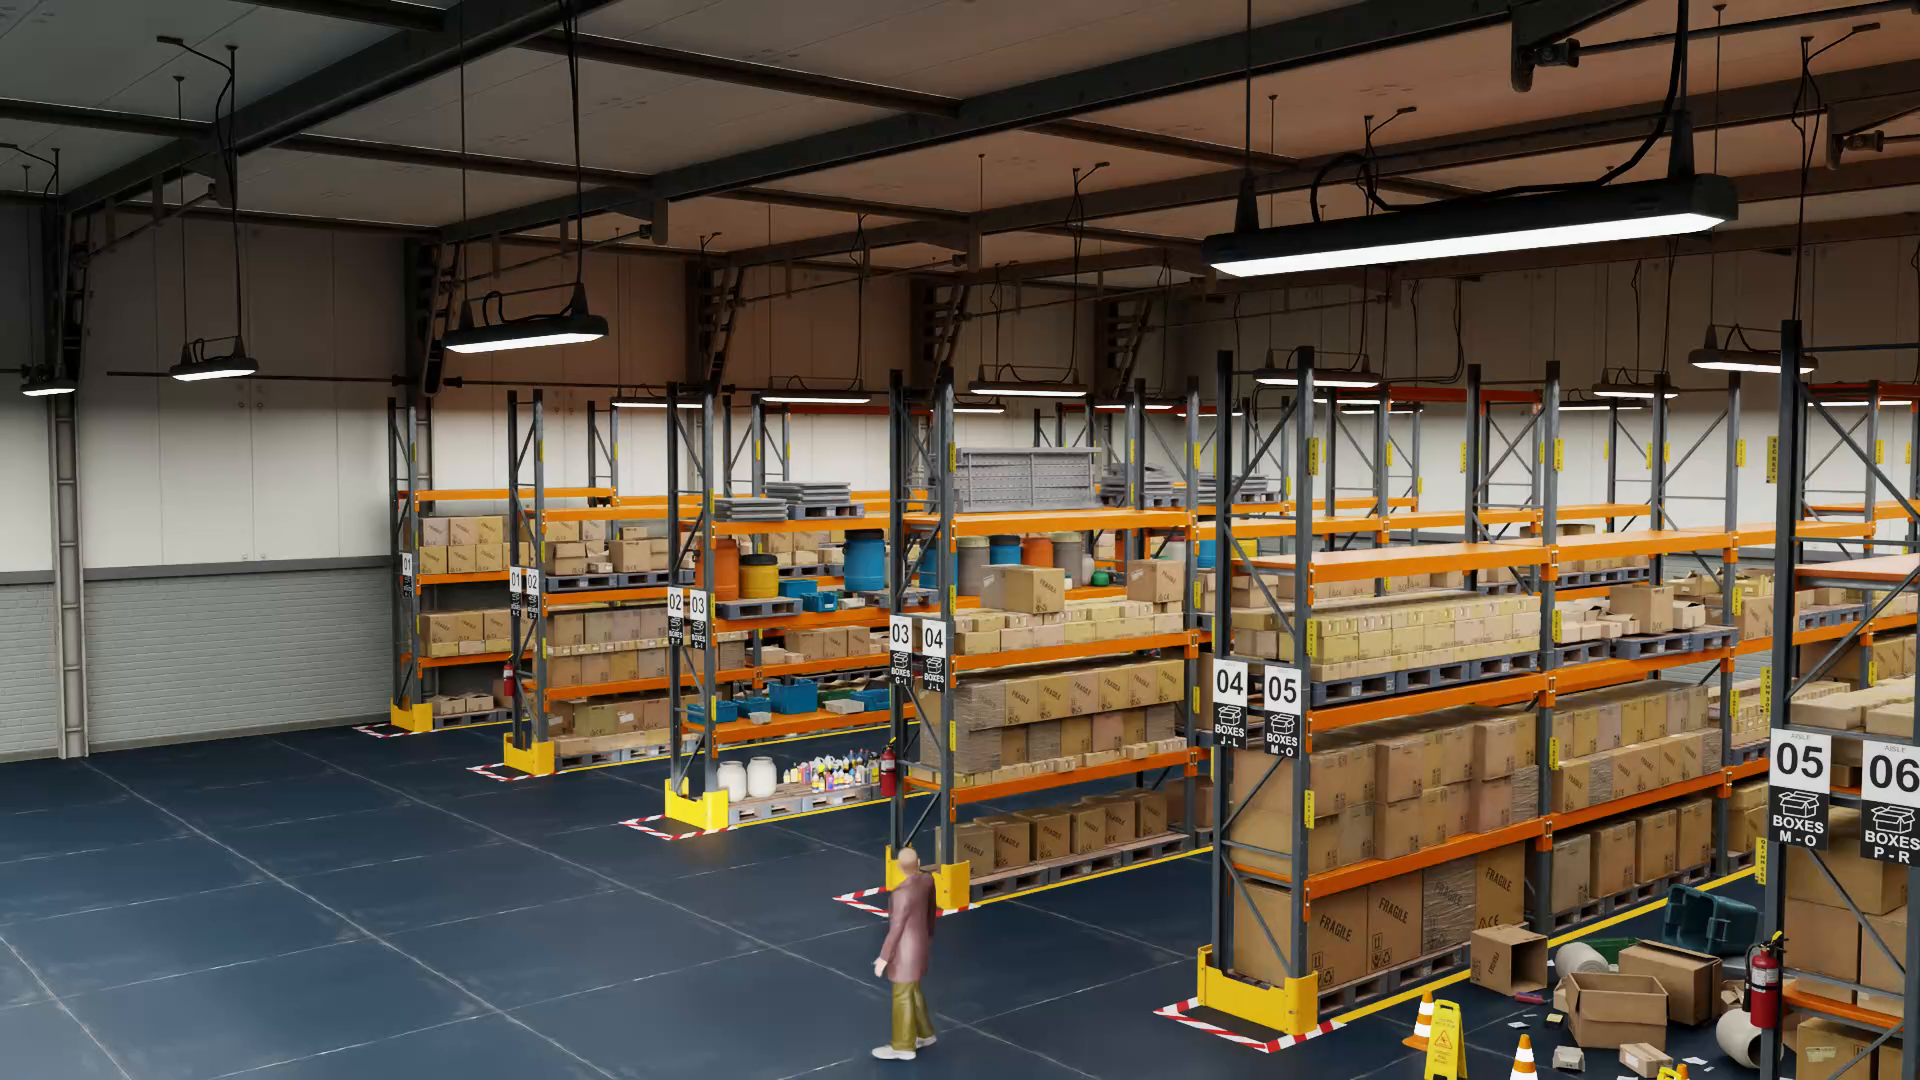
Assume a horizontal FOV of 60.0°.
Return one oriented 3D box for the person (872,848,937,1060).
[{"bbox_3d":[-0.459,3.469,14.011,0.473,1.812,0.675,1,4,20],"label":"person"}]
